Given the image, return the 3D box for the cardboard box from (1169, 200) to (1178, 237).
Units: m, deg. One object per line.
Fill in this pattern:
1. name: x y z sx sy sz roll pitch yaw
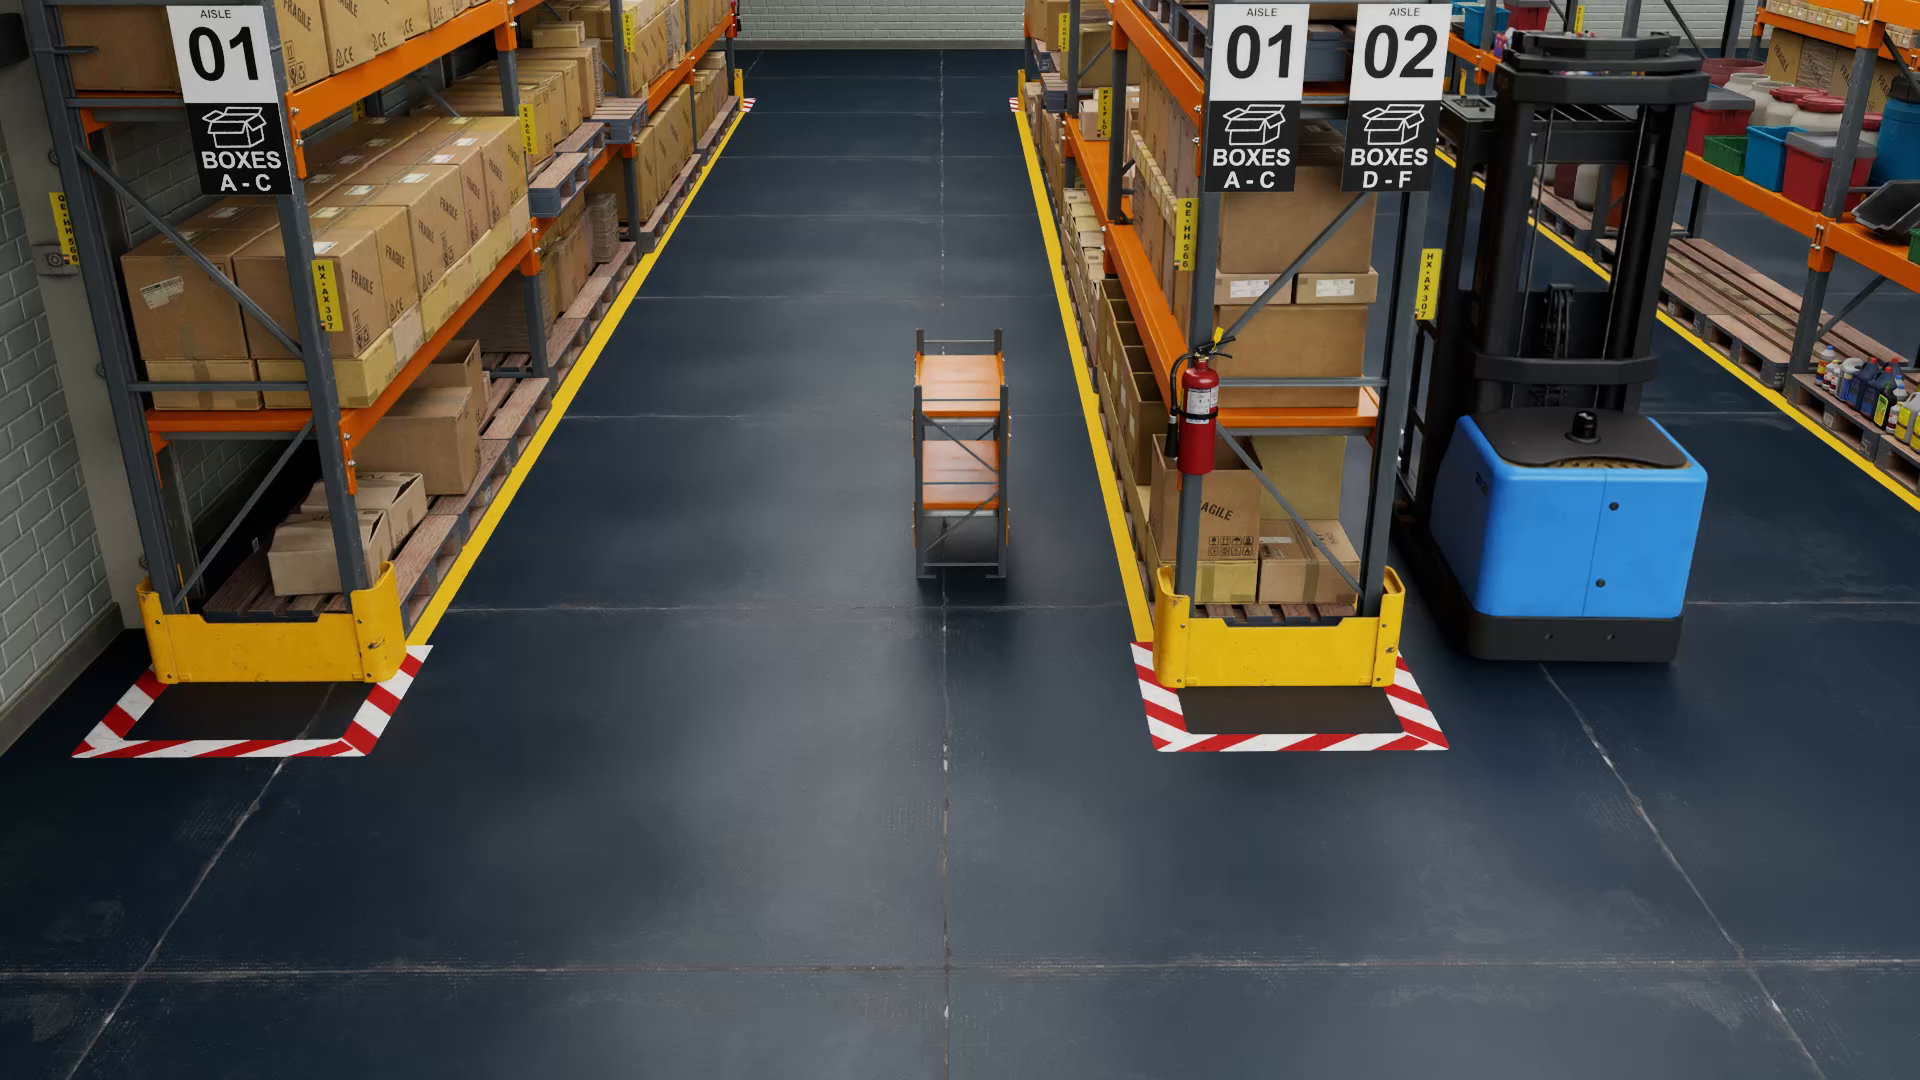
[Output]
1. cardboard box: 1.347 -1.757 9.086 0.380 0.149 0.250 0 24 1

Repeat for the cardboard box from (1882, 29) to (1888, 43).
1. cardboard box: 10.996 -5.935 19.537 0.380 0.149 0.250 -1 24 -1

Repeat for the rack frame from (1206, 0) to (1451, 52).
1. rack frame: 1.558 -3.459 6.478 1.000 3.000 0.127 0 24 -1

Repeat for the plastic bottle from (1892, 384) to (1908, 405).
1. plastic bottle: 6.102 -0.879 10.831 0.097 0.271 0.097 0 24 0

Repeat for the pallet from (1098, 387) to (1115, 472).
1. pallet: 1.481 -0.776 11.208 1.003 0.211 1.213 0 24 -1

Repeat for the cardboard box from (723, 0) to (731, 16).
1. cardboard box: -3.555 -7.221 21.713 0.980 0.700 0.700 1 24 2

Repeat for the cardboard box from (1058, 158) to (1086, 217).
1. cardboard box: 1.225 -3.468 16.277 0.500 0.500 0.500 1 24 2

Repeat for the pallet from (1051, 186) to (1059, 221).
1. pallet: 1.489 -3.561 17.367 1.003 0.211 1.213 0 24 -1

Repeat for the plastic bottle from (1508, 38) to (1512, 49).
1. plastic bottle: 6.008 -5.291 17.960 0.152 0.276 0.135 0 24 -1

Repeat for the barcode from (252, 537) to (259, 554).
1. barcode: -3.714 0.027 8.767 0.001 0.075 0.075 0 24 -1

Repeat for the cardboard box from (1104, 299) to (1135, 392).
1. cardboard box: 1.219 -1.256 10.803 0.500 0.500 0.500 0 24 -1

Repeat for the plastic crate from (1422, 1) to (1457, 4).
1. plastic crate: 6.024 -6.645 20.932 0.416 0.233 0.300 0 24 -1

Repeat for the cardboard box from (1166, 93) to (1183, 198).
1. cardboard box: 1.542 -2.207 9.295 0.700 0.500 0.500 0 24 -1

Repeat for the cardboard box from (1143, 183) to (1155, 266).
1. cardboard box: 1.537 -2.019 10.454 0.700 0.500 0.500 -1 24 -1

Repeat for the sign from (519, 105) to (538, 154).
1. sign: -2.897 -2.750 11.140 0.100 0.325 0.005 0 24 -1

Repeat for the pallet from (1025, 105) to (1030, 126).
1. pallet: 1.393 -5.688 22.071 1.003 0.211 1.213 0 24 -1

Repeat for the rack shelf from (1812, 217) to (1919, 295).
1. rack shelf: 6.489 -1.243 9.731 1.077 0.370 4.000 0 24 -1

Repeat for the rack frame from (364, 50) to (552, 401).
1. rack frame: -3.439 -2.350 11.306 1.000 3.000 0.127 0 24 -1

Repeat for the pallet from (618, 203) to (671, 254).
1. pallet: -3.416 -3.053 16.244 1.003 0.211 1.213 0 24 -1

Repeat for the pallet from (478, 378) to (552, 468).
1. pallet: -3.397 -0.803 11.269 1.003 0.211 1.213 0 24 -1

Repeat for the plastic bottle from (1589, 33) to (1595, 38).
1. plastic bottle: 6.719 -5.215 17.701 0.144 0.351 0.185 0 24 -1

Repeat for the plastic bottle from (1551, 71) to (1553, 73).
1. plastic bottle: 5.976 -4.757 16.769 0.061 0.283 0.133 0 24 -1

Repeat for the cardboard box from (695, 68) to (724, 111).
1. cardboard box: -3.457 -5.853 21.575 0.700 0.500 0.500 0 24 -1

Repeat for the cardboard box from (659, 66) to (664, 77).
1. cardboard box: -3.270 -4.880 17.179 0.380 0.149 0.250 -1 24 -2

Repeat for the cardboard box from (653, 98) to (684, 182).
1. cardboard box: -3.377 -4.225 17.551 0.750 0.750 0.750 0 24 1

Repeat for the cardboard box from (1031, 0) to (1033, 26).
1. cardboard box: 1.141 -6.555 20.482 0.500 0.500 0.500 0 24 0

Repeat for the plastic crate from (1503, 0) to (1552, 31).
1. plastic crate: 6.621 -6.117 19.484 0.402 0.464 0.583 0 24 -1

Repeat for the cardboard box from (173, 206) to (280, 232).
1. cardboard box: -3.609 -1.385 8.420 0.500 0.500 0.500 0 24 0

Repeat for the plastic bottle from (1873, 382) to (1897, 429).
1. plastic bottle: 6.023 -0.877 10.811 0.061 0.283 0.133 1 24 2

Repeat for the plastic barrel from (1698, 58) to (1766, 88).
1. plastic barrel: 6.731 -3.915 14.601 0.600 0.536 0.708 0 24 -1

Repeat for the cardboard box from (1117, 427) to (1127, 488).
1. cardboard box: 1.228 -0.502 10.047 0.500 0.250 0.500 0 24 -1

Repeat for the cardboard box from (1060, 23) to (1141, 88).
1. cardboard box: 1.351 -4.518 15.469 0.700 0.500 0.500 -9 26 -18

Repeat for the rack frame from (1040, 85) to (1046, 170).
1. rack frame: 1.427 -5.670 18.648 1.000 3.000 0.127 0 24 -1

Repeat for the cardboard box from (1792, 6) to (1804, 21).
1. cardboard box: 10.974 -6.781 21.407 0.380 0.149 0.250 -1 24 -1

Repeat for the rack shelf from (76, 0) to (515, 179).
1. rack shelf: -3.418 -2.565 9.014 1.077 0.370 4.000 0 24 -1

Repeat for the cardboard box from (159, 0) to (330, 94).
1. cardboard box: -3.150 -2.262 7.326 0.500 0.500 0.500 0 24 1

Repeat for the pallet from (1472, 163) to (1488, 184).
1. pallet: 6.346 -4.102 18.565 1.003 0.211 1.213 0 24 -1

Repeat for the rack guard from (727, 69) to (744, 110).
1. rack guard: -3.571 -6.166 22.776 1.175 0.500 0.348 0 24 -1

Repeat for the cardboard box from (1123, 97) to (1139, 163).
1. cardboard box: 1.511 -3.159 12.974 0.500 0.500 0.500 0 24 0

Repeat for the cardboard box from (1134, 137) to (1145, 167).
1. cardboard box: 1.326 -2.500 10.729 0.380 0.149 0.250 0 24 0

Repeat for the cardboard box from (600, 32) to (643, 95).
1. cardboard box: -3.233 -4.390 15.310 0.500 0.500 0.500 0 24 1

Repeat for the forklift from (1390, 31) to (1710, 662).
1. forklift: 3.097 -1.292 9.050 1.130 2.935 3.031 1 24 2

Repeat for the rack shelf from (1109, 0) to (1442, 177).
1. rack shelf: 1.536 -2.589 9.067 1.077 0.370 4.000 0 24 -1

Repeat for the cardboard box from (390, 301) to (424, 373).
1. cardboard box: -3.104 -1.059 8.609 0.500 0.250 0.500 -1 24 -2

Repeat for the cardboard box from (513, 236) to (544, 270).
1. cardboard box: -3.472 -2.238 12.648 0.500 0.250 0.500 -1 24 -2

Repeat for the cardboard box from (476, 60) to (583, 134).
1. cardboard box: -3.432 -3.537 13.276 0.700 0.500 0.500 0 24 -1

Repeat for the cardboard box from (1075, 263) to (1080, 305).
1. cardboard box: 1.206 -2.111 13.604 0.500 0.250 0.500 0 24 1

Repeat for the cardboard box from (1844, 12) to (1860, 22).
1. cardboard box: 11.051 -6.385 20.048 0.500 0.250 0.500 0 24 1

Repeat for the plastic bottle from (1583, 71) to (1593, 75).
1. plastic bottle: 6.005 -4.372 15.933 0.097 0.271 0.097 0 24 0

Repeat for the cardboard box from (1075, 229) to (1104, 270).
1. cardboard box: 1.206 -2.361 13.476 0.500 0.311 0.500 -1 24 -1

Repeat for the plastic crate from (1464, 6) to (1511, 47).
1. plastic crate: 6.034 -5.902 19.106 0.392 0.384 0.575 0 24 -1

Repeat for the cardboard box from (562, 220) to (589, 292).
1. cardboard box: -3.500 -2.346 13.797 0.700 0.500 0.500 0 24 -1

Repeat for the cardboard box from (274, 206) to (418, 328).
1. cardboard box: -3.096 -1.386 8.422 0.500 0.500 0.500 0 24 0

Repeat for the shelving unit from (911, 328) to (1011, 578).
1. shelving unit: 0.000 -0.515 9.524 0.538 1.125 1.048 0 24 -1

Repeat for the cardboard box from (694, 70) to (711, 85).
1. cardboard box: -3.260 -5.660 20.362 0.380 0.149 0.250 -1 24 -2

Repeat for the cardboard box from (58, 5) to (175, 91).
1. cardboard box: -3.654 -2.294 7.397 0.500 0.500 0.500 1 24 3
